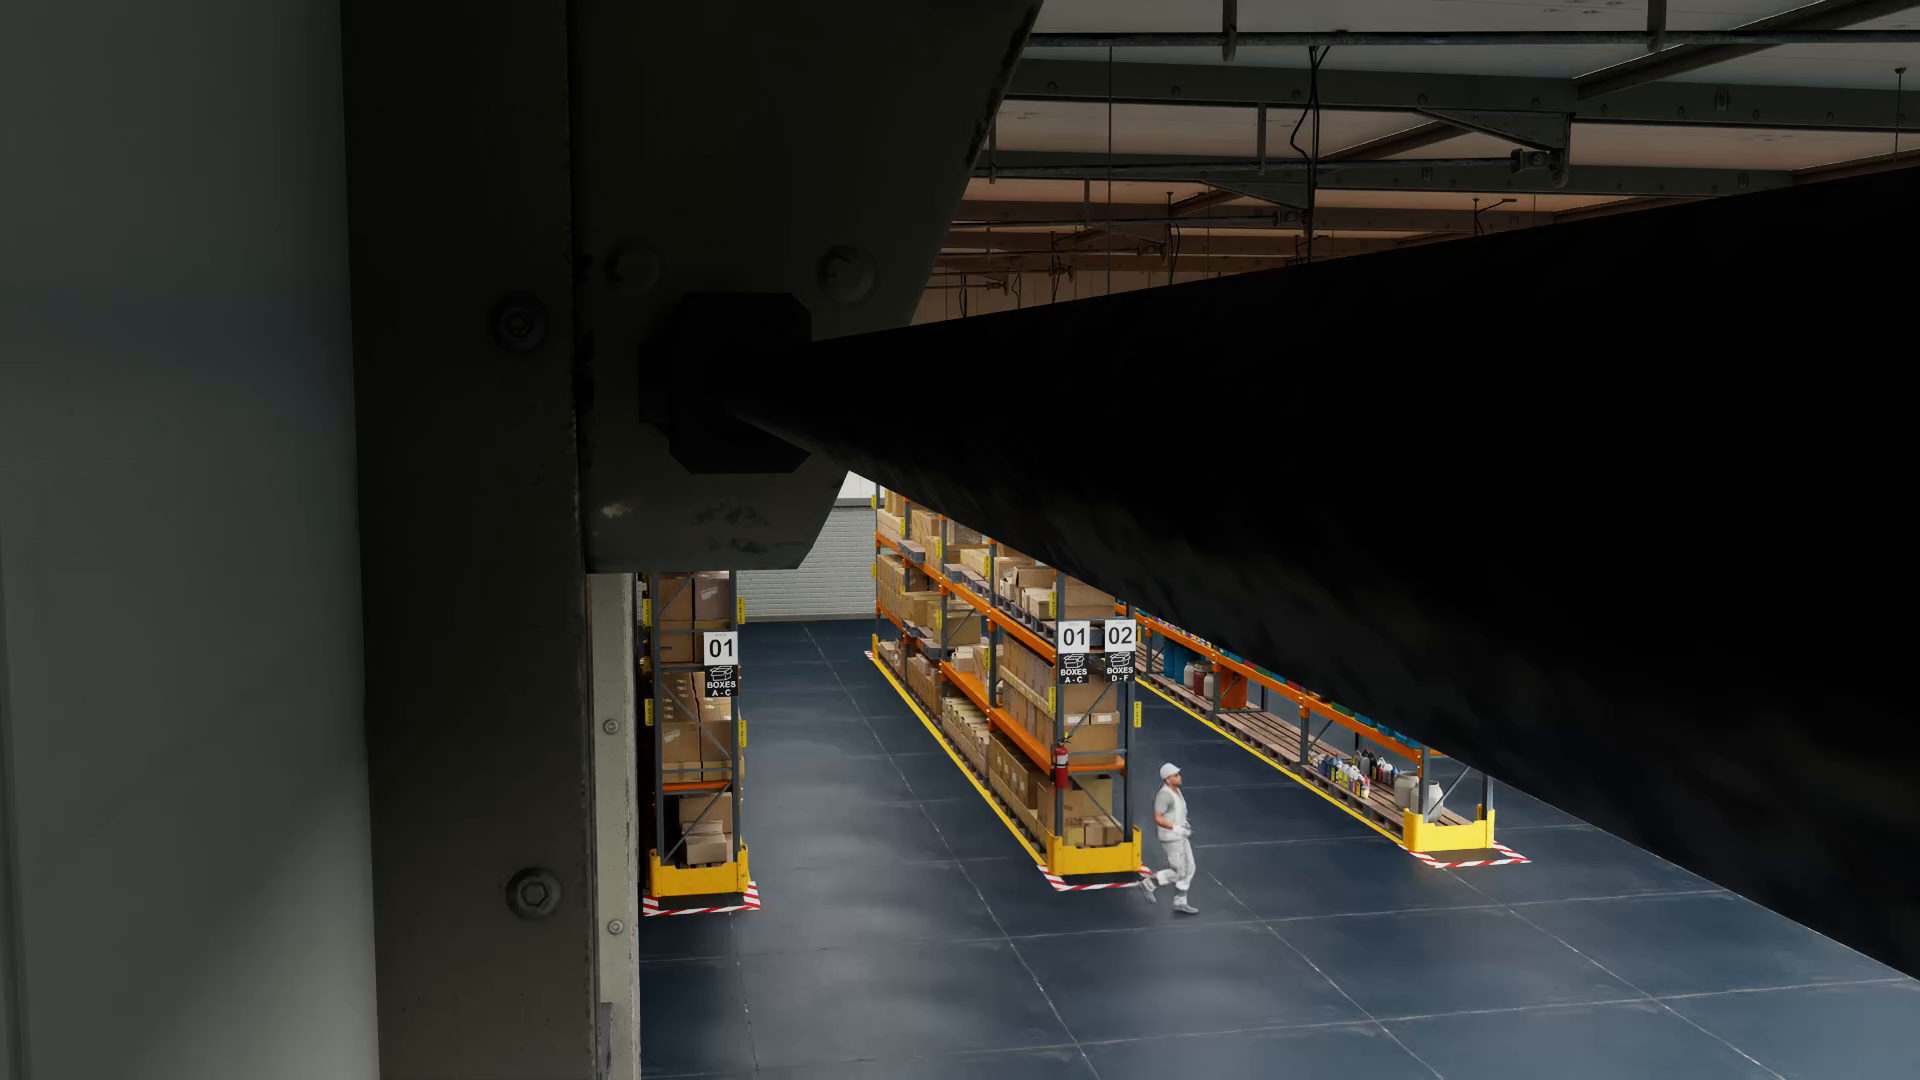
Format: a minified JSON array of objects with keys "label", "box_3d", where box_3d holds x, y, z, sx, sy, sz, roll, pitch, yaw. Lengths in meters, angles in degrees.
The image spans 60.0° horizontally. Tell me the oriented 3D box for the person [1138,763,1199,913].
[{"label":"person","box_3d":[2.445,3.478,19.406,0.696,1.764,0.673,2,6,22]}]
